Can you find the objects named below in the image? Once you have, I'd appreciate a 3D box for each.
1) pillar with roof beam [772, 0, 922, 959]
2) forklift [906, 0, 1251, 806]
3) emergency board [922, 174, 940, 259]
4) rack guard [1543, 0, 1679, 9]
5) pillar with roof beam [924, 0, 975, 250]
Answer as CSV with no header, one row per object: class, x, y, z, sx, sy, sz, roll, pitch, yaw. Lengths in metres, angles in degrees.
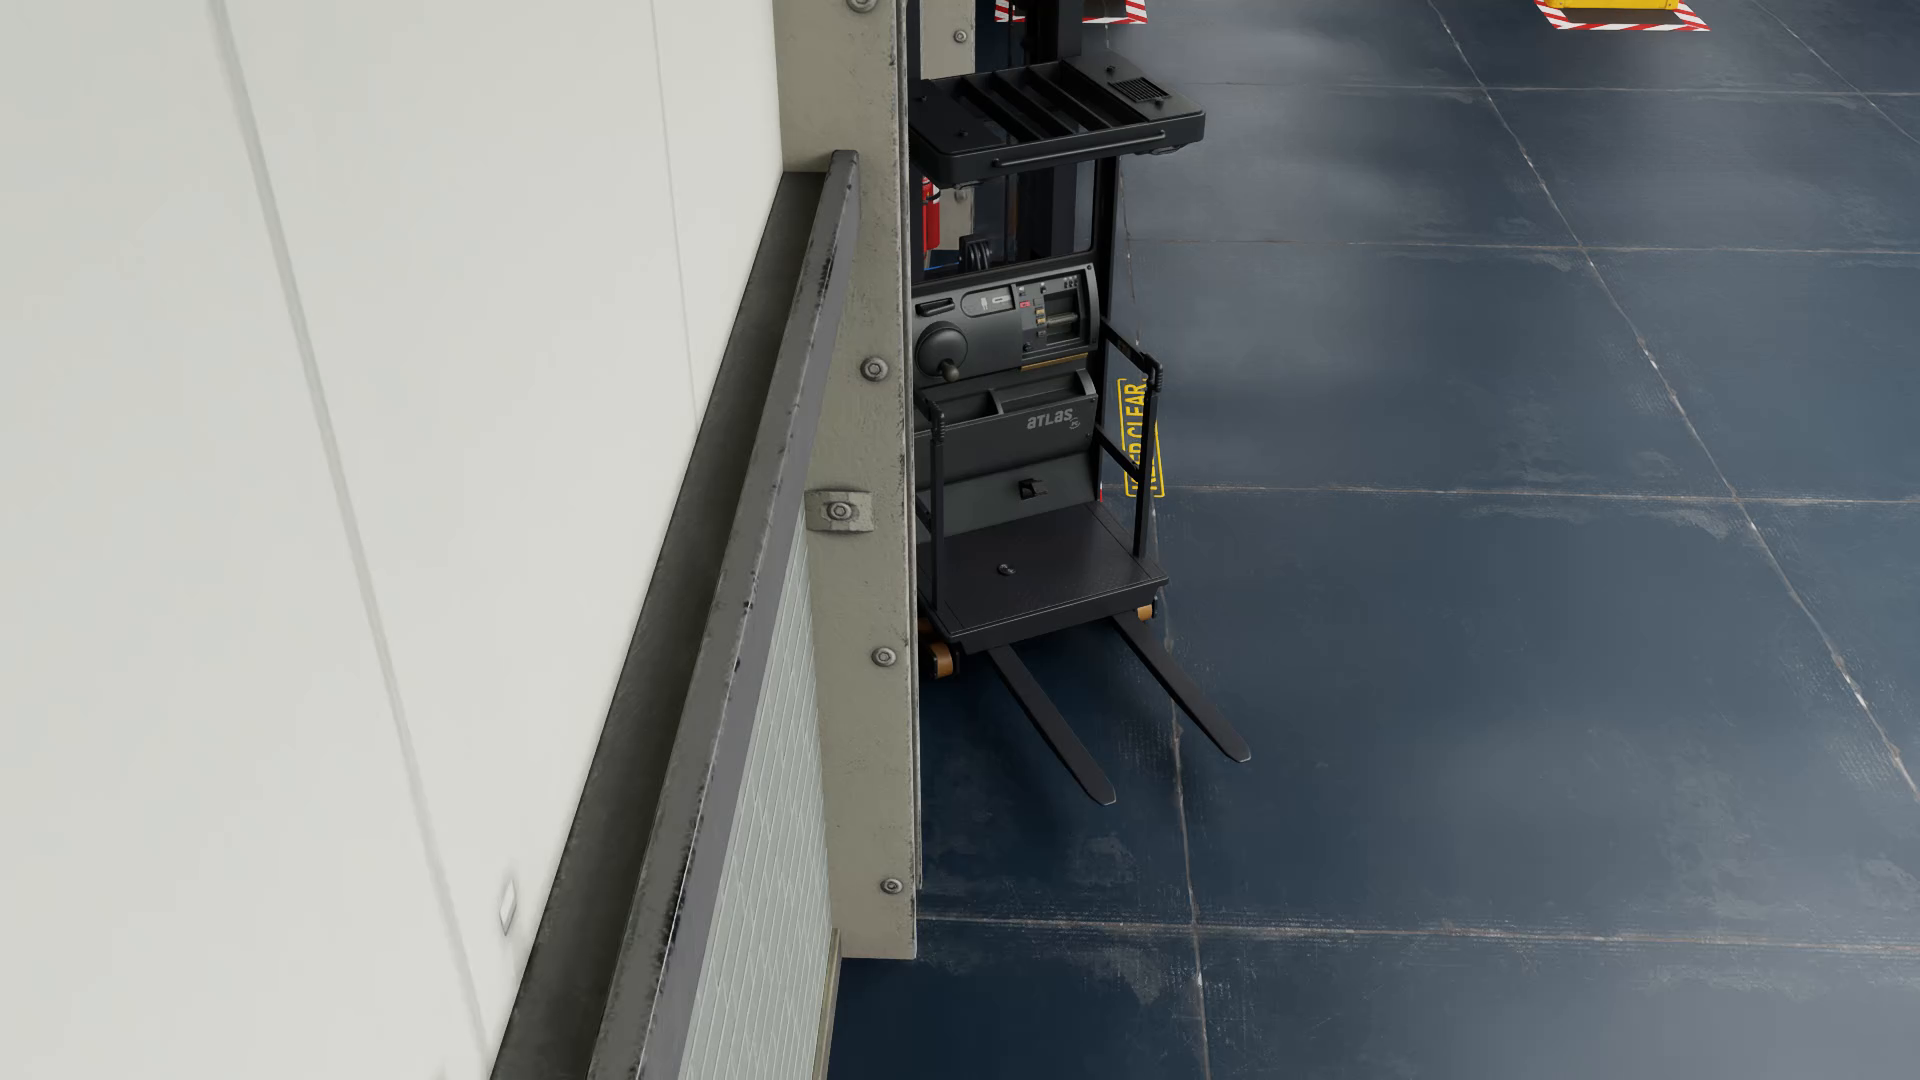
pillar with roof beam,3.993,-2.169,3.510,9.100,9.000,0.400,1,35,2
forklift,0.251,-0.867,6.935,1.130,2.935,3.031,-14,37,-19
emergency board,-0.205,-1.842,8.263,0.194,1.169,0.643,1,35,2
rack guard,5.959,-5.138,15.125,1.175,0.500,0.348,1,35,2
pillar with roof beam,4.234,-5.616,8.415,9.100,9.000,0.400,1,35,2
